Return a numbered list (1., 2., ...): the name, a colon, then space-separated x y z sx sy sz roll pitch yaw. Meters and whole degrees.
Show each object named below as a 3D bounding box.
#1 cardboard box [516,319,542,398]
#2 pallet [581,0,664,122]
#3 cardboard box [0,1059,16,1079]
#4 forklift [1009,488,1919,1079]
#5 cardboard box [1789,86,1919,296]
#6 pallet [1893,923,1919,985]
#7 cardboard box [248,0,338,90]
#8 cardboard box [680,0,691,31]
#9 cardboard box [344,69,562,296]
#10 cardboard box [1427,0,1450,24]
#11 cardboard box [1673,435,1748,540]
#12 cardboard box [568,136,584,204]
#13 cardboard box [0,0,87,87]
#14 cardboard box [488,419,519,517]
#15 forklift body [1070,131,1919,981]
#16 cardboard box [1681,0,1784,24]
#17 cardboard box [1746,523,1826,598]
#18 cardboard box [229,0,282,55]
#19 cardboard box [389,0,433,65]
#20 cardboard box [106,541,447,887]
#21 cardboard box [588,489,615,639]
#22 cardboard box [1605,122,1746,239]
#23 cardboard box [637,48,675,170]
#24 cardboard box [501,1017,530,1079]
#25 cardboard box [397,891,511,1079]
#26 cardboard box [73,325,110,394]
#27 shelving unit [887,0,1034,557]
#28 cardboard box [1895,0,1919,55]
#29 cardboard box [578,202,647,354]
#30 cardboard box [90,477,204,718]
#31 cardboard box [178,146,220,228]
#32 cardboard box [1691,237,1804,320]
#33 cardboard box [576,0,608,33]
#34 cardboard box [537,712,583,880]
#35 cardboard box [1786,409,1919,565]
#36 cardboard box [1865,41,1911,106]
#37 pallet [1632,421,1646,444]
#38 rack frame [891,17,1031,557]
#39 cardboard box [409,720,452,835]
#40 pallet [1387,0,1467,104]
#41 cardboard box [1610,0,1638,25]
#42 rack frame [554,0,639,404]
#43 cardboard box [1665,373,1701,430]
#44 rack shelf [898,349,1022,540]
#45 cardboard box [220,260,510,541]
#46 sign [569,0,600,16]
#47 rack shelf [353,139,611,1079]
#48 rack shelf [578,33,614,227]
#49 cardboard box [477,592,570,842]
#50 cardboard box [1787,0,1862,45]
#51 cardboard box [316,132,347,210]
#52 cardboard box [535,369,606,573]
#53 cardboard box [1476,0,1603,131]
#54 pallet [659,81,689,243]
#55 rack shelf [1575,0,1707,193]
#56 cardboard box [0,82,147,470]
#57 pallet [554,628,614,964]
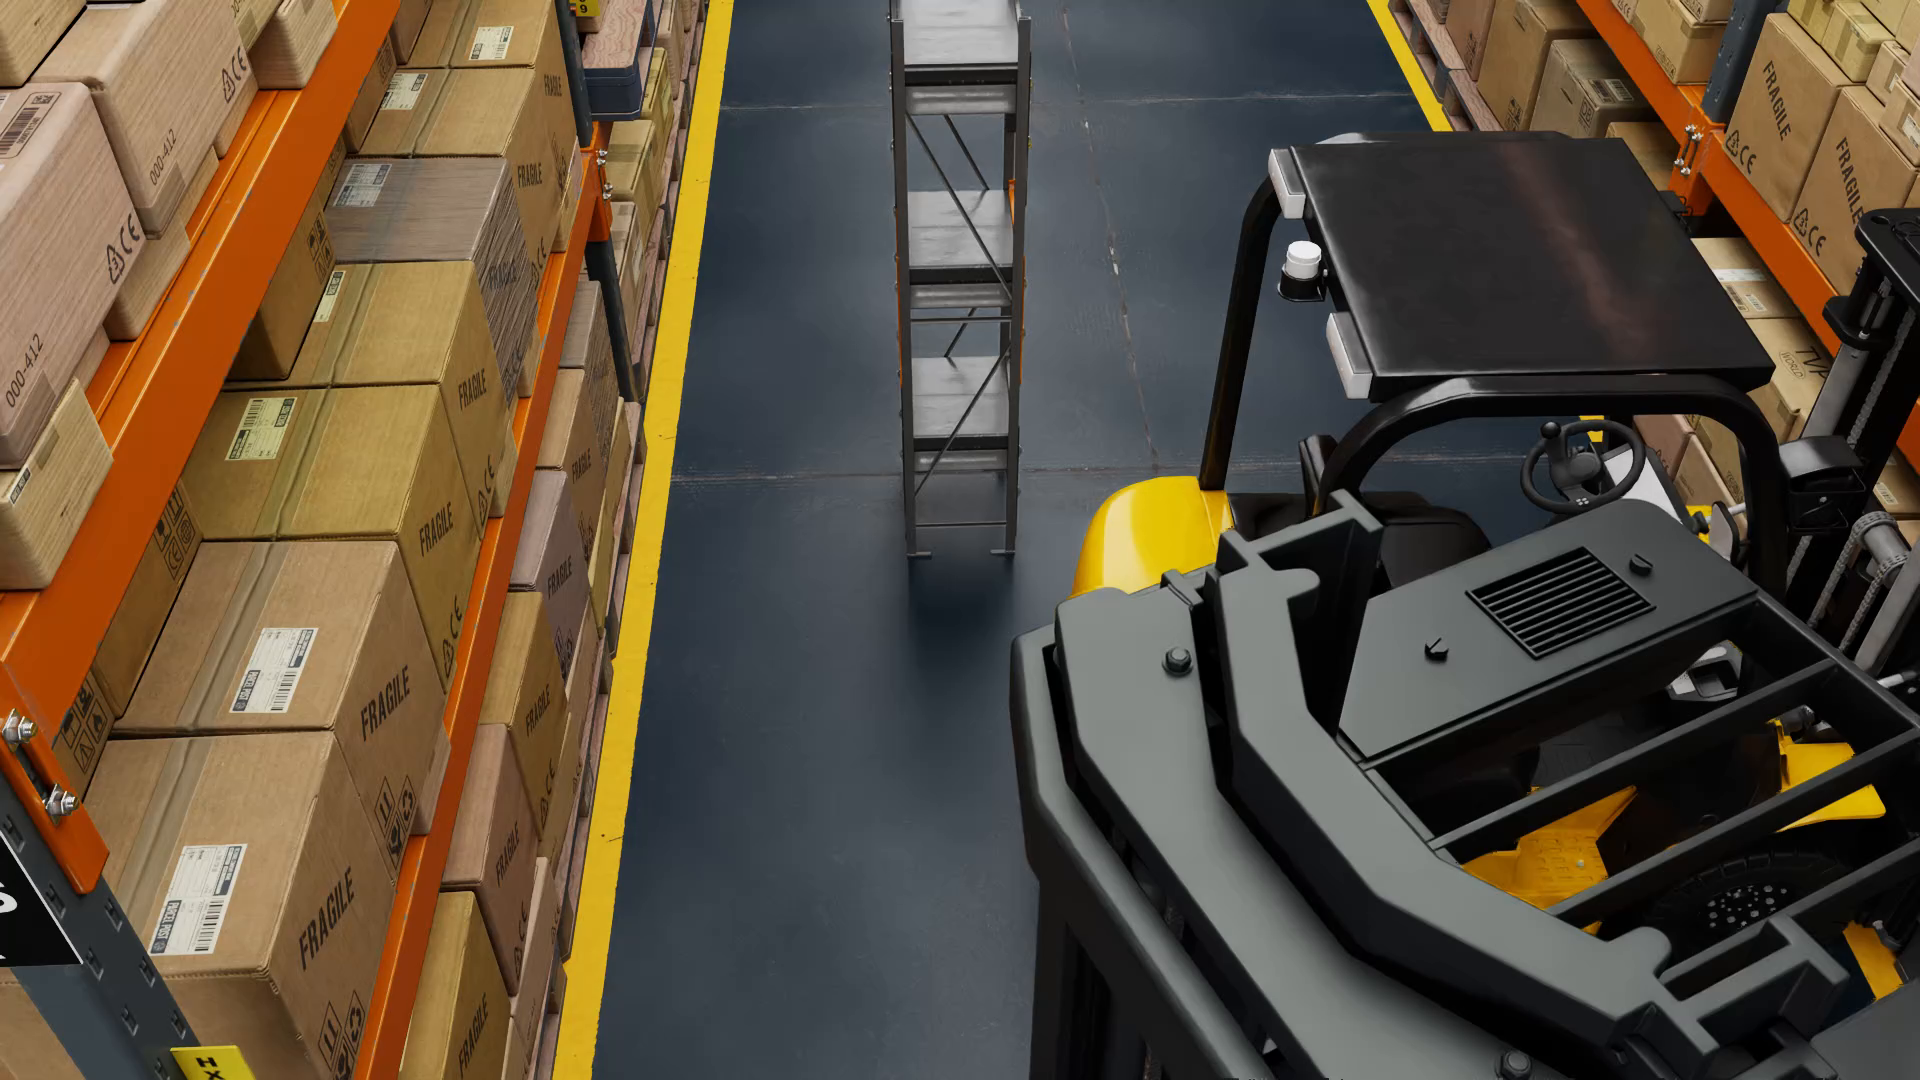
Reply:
1. cardboard box: -1.425 -0.537 4.802 0.380 0.149 0.250 -2 43 -2
2. pallet: -1.677 -1.973 6.325 1.003 0.211 1.213 -2 43 -2
3. cardboard box: -1.918 0.671 3.003 0.500 0.500 0.500 -2 43 -3
4. forklift: 0.922 1.143 2.834 3.031 2.935 1.130 -19 46 -20
5. cardboard box: 2.966 -1.048 5.099 0.500 0.500 0.500 -1 43 -1
6. pallet: 3.265 1.544 4.409 1.003 0.211 1.213 -2 43 -2
7. cardboard box: -1.368 -0.942 3.024 0.380 0.149 0.250 -1 43 -1
8. cardboard box: -1.945 -3.029 8.968 0.950 0.372 0.625 -4 43 -5
9. cardboard box: -1.493 -1.030 4.860 0.500 0.500 0.500 0 43 0
10. cardboard box: 3.013 -3.227 8.998 0.875 0.625 0.625 0 43 0
11. cardboard box: 2.896 -0.132 5.898 0.500 0.250 0.500 -3 43 -3
12. cardboard box: -1.471 -1.223 5.550 0.380 0.149 0.250 -2 43 -2
13. cardboard box: -1.406 -0.717 2.188 0.380 0.149 0.250 -2 43 -2
14. cardboard box: -1.397 -0.191 4.424 0.380 0.149 0.250 -1 43 -1
15. forklift body: 1.436 0.117 4.531 2.313 2.155 1.214 -2 43 -2
16. cardboard box: 2.893 -2.122 6.086 0.500 0.250 0.500 -2 43 -3
17. cardboard box: 2.915 0.021 5.362 0.500 0.250 0.500 -2 43 -2
18. cardboard box: -1.433 -1.019 2.813 0.500 0.250 0.500 0 43 -1
19. cardboard box: -1.987 -1.736 4.890 0.700 0.500 0.500 -2 43 -2
20. cardboard box: -1.388 0.353 3.351 0.500 0.500 0.500 0 43 0
21. cardboard box: -1.463 0.085 5.661 0.500 0.250 0.500 -3 43 -3
22. cardboard box: 3.136 -1.300 6.895 0.875 0.625 0.625 0 43 0
23. cardboard box: -1.879 -2.019 7.866 0.950 0.372 0.625 0 43 0
24. cardboard box: -1.377 1.483 4.137 0.500 0.250 0.500 -2 43 -2
25. cardboard box: -1.379 1.190 3.901 0.500 0.500 0.500 -3 43 -3
26. cardboard box: -1.410 -0.245 2.263 0.380 0.149 0.250 -3 43 -3
27. shelving unit: -0.007 -0.886 5.662 0.431 2.100 0.503 -2 43 -2
28. cardboard box: 3.008 -1.485 4.876 0.380 0.149 0.250 -2 43 -3
29. cardboard box: -1.814 -1.064 6.825 0.950 0.372 0.625 -1 43 -1
30. cardboard box: -1.873 -0.019 3.017 0.700 0.500 0.500 -1 43 -1
31. cardboard box: -1.422 -0.591 2.641 0.380 0.149 0.250 -2 43 -2
32. cardboard box: 2.877 -0.843 5.934 0.500 0.250 0.500 -2 43 -2
33. cardboard box: -1.497 -1.968 6.053 0.380 0.149 0.250 -1 43 -1
34. cardboard box: -1.427 0.770 4.914 0.500 0.250 0.500 1 43 1
35. cardboard box: 2.921 -0.162 5.191 0.500 0.250 0.500 0 43 0
36. cardboard box: 2.972 -1.372 4.973 0.380 0.149 0.250 -2 43 -2
37. pallet: 3.162 -0.103 6.206 1.003 0.211 1.213 -2 43 -2
38. rack frame: 0.003 -0.721 5.483 0.400 2.100 0.015 -2 43 -2
39. cardboard box: -1.347 0.510 3.660 0.380 0.149 0.250 -1 43 -1
40. pallet: 2.996 -2.784 9.132 1.003 0.211 1.213 -2 43 -2
41. cardboard box: 2.860 -2.286 6.635 0.500 0.250 0.500 -2 43 -2
42. rack frame: -1.789 -1.524 5.693 1.000 3.000 0.127 -2 43 -2
43. cardboard box: 2.882 -0.659 6.103 0.500 0.250 0.500 -2 43 -2
44. rack shelf: -0.007 -0.360 6.145 0.431 0.518 0.480 -2 43 -2
45. cardboard box: -1.440 -0.334 4.101 0.500 0.500 0.500 -2 43 -3
46. sign: -1.248 -1.864 5.423 0.100 0.325 0.005 -2 43 -2
47. rack shelf: -1.704 0.091 4.463 1.077 0.370 4.000 -2 43 -2
48. rack shelf: -1.874 -2.609 7.409 1.077 0.370 4.000 -2 43 -2
49. cardboard box: -1.419 0.499 4.655 0.500 0.500 0.500 -1 43 -1
50. cardboard box: 2.920 -1.722 5.355 0.380 0.149 0.250 -2 43 -2
51. cardboard box: -1.993 -1.051 4.142 0.700 0.500 0.500 -3 43 -3
52. cardboard box: -1.473 -0.207 5.425 0.500 0.500 0.500 -1 43 -1
53. cardboard box: 3.077 -2.332 8.021 0.875 0.625 0.625 -3 43 -4
54. pallet: -1.879 -1.847 8.109 1.003 0.211 1.213 -2 43 -2
55. rack shelf: 3.085 -2.754 7.567 1.077 0.370 4.000 -2 43 -2
56. cardboard box: -1.375 -0.331 2.062 0.500 0.250 0.500 -2 43 -3
57. pallet: -1.671 0.782 5.241 1.003 0.211 1.213 -2 43 -2
